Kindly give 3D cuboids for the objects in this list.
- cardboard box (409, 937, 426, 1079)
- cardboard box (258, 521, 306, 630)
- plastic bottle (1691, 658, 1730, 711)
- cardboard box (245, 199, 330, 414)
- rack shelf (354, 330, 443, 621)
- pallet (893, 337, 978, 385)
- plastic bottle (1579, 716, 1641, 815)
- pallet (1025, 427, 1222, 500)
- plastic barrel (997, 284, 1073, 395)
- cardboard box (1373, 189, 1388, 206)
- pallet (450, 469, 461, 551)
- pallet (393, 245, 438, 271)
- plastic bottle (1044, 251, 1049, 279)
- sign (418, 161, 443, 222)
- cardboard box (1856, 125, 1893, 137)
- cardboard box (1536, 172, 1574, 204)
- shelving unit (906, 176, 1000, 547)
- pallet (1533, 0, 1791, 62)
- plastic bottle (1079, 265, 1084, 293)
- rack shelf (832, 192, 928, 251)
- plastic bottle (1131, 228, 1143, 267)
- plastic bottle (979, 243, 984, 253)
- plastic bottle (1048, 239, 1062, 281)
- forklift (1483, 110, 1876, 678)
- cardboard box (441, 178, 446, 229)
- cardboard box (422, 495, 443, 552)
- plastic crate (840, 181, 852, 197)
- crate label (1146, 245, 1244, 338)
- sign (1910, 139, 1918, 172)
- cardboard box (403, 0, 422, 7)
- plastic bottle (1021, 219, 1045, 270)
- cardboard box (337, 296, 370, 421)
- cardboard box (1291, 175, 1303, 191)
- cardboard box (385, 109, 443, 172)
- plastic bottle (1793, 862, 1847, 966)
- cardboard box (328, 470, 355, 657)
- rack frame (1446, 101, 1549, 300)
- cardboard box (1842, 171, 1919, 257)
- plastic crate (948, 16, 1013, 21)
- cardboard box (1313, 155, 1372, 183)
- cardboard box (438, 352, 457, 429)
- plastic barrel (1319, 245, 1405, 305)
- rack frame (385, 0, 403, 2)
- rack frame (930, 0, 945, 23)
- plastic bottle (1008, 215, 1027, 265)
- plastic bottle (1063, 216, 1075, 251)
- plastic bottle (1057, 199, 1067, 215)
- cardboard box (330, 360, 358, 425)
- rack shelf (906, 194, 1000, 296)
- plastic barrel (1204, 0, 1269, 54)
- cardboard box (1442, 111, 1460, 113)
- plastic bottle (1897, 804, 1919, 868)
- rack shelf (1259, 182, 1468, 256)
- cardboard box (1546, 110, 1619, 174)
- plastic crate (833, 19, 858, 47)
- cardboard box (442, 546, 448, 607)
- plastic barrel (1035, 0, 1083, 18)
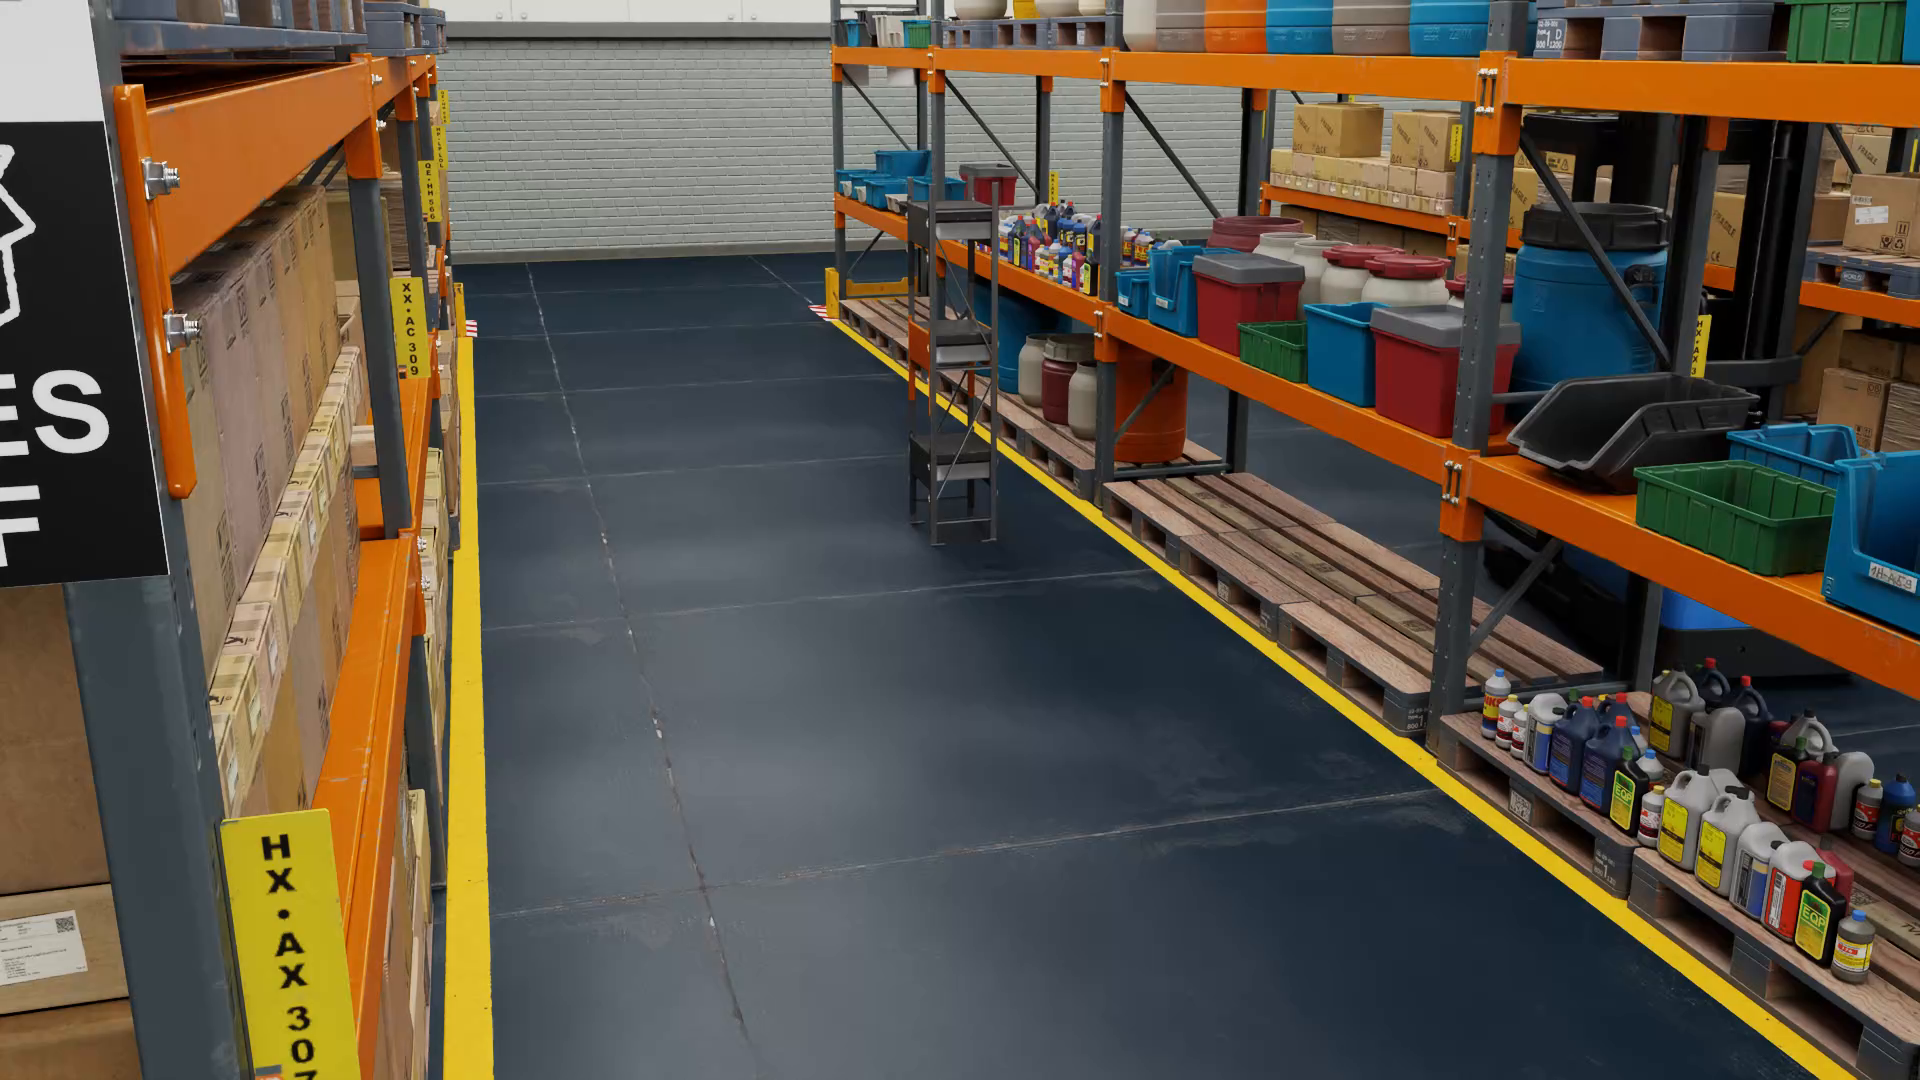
[{"bbox_3d":[-1.690,1.317,4.404,0.500,0.250,0.500,-5,17,-15],"label":"cardboard box"},{"bbox_3d":[-1.465,0.080,3.170,0.380,0.149,0.250,-5,17,-16],"label":"cardboard box"},{"bbox_3d":[2.910,0.637,6.458,0.144,0.351,0.185,-5,17,-17],"label":"plastic bottle"},{"bbox_3d":[-2.039,-0.593,4.285,0.700,0.500,0.500,-5,17,-15],"label":"cardboard box"},{"bbox_3d":[-2.857,-0.395,7.303,1.077,0.370,4.000,-5,17,-15],"label":"rack shelf"},{"bbox_3d":[0.018,-1.654,15.093,1.003,0.211,1.213,-5,17,-15],"label":"pallet"},{"bbox_3d":[2.331,0.790,5.949,0.144,0.351,0.185,-5,18,-18],"label":"plastic bottle"},{"bbox_3d":[1.100,-0.562,11.457,1.003,0.211,1.213,-5,17,-15],"label":"pallet"},{"bbox_3d":[0.585,-1.638,13.109,0.600,0.901,0.708,-5,17,-15],"label":"plastic barrel"},{"bbox_3d":[4.338,-3.404,16.506,0.380,0.149,0.250,-4,17,-14],"label":"cardboard box"},{"bbox_3d":[-3.575,-0.167,10.140,1.003,0.211,1.213,-5,17,-15],"label":"pallet"},{"bbox_3d":[-3.946,-1.738,10.858,1.003,0.211,1.213,-5,17,-15],"label":"pallet"},{"bbox_3d":[0.624,-1.898,11.402,0.097,0.201,0.097,0,17,0],"label":"plastic bottle"},{"bbox_3d":[-2.874,-1.892,9.023,0.100,0.325,0.005,-5,17,-15],"label":"sign"},{"bbox_3d":[9.428,-4.323,16.701,0.500,0.500,0.500,-5,18,-17],"label":"cardboard box"},{"bbox_3d":[5.182,-2.805,13.901,0.500,0.500,0.500,-5,17,-17],"label":"cardboard box"},{"bbox_3d":[-0.045,-1.051,9.802,0.431,2.100,0.503,-5,17,-15],"label":"shelving unit"},{"bbox_3d":[2.748,-1.731,5.615,1.213,0.211,1.003,-5,17,-15],"label":"pallet"},{"bbox_3d":[0.821,-1.699,10.741,0.097,0.201,0.097,0,17,0],"label":"plastic bottle"},{"bbox_3d":[-0.292,-2.998,15.970,1.077,0.370,4.000,-5,17,-15],"label":"rack shelf"},{"bbox_3d":[1.275,-2.096,11.918,0.061,0.283,0.133,-5,17,-15],"label":"plastic bottle"},{"bbox_3d":[0.192,-2.353,12.774,0.061,0.283,0.133,-5,17,-15],"label":"plastic bottle"},{"bbox_3d":[0.651,-1.905,11.302,0.097,0.271,0.097,0,17,0],"label":"plastic bottle"},{"bbox_3d":[3.535,-1.142,8.658,1.130,2.935,3.031,-2,17,-6],"label":"forklift"},{"bbox_3d":[-4.528,-2.751,13.722,0.500,0.500,0.500,-4,17,-14],"label":"cardboard box"},{"bbox_3d":[-2.741,-0.037,7.935,0.500,0.311,0.500,-5,17,-16],"label":"cardboard box"},{"bbox_3d":[-1.082,-3.609,17.106,0.250,0.136,0.298,-5,17,-15],"label":"plastic crate"},{"bbox_3d":[1.370,-1.404,9.350,0.502,0.435,0.616,-5,17,-15],"label":"crate label"},{"bbox_3d":[6.638,-2.637,11.641,0.100,0.325,0.005,-5,17,-15],"label":"sign"},{"bbox_3d":[-4.401,-4.157,12.756,0.500,0.250,0.500,-5,17,-15],"label":"cardboard box"},{"bbox_3d":[0.518,-2.101,11.818,0.144,0.351,0.185,-5,17,-15],"label":"plastic bottle"},{"bbox_3d":[-2.785,-0.732,7.001,0.500,0.500,0.500,-5,17,-15],"label":"cardboard box"},{"bbox_3d":[3.844,-3.901,18.162,0.380,0.149,0.250,-5,17,-17],"label":"cardboard box"},{"bbox_3d":[-4.648,-3.363,14.023,0.500,0.500,0.500,-5,17,-17],"label":"cardboard box"},{"bbox_3d":[2.580,1.116,4.980,0.061,0.283,0.133,-4,17,-14],"label":"plastic bottle"},{"bbox_3d":[-2.028,0.034,4.452,0.700,0.500,0.500,-5,17,-16],"label":"cardboard box"},{"bbox_3d":[5.020,-3.181,15.328,1.000,3.000,0.127,-5,17,-15],"label":"rack frame"},{"bbox_3d":[6.306,-2.177,11.083,0.500,0.500,0.500,-7,18,-22],"label":"cardboard box"},{"bbox_3d":[0.180,-4.529,14.828,0.497,0.269,0.590,-5,17,-15],"label":"plastic crate"},{"bbox_3d":[4.077,-3.922,17.537,0.500,0.250,0.500,-5,18,-17],"label":"cardboard box"},{"bbox_3d":[-3.830,-1.023,11.722,0.500,0.500,0.500,-4,17,-15],"label":"cardboard box"},{"bbox_3d":[2.084,-1.246,8.651,0.433,0.535,0.433,0,17,0],"label":"plastic barrel"},{"bbox_3d":[-3.407,-4.166,8.178,1.000,3.000,0.127,-5,17,-15],"label":"rack frame"},{"bbox_3d":[0.258,-5.663,13.162,1.000,3.000,0.127,-5,17,-15],"label":"rack frame"},{"bbox_3d":[0.430,-2.189,12.112,0.144,0.351,0.185,-5,17,-15],"label":"plastic bottle"},{"bbox_3d":[0.838,-2.352,12.791,0.097,0.271,0.097,0,17,0],"label":"plastic bottle"},{"bbox_3d":[0.825,-2.538,13.271,0.144,0.351,0.185,-5,17,-15],"label":"plastic bottle"},{"bbox_3d":[-1.961,-0.418,4.828,0.380,0.149,0.250,-5,17,-16],"label":"cardboard box"},{"bbox_3d":[-0.045,-1.709,9.605,0.431,0.518,0.480,-5,17,-15],"label":"rack shelf"},{"bbox_3d":[1.554,-2.900,8.432,0.600,0.830,0.708,-5,17,-15],"label":"plastic barrel"},{"bbox_3d":[5.006,-3.900,16.163,0.500,0.500,0.500,-5,17,-15],"label":"cardboard box"},{"bbox_3d":[3.208,0.983,5.564,0.097,0.201,0.097,0,17,0],"label":"plastic bottle"},{"bbox_3d":[4.470,-3.390,17.273,1.077,0.370,4.000,-5,17,-15],"label":"rack shelf"},{"bbox_3d":[5.381,-3.343,13.948,0.797,0.503,0.637,-5,17,-15],"label":"cardboard box"},{"bbox_3d":[-1.004,-5.141,16.867,0.497,0.269,0.590,-5,17,-15],"label":"plastic crate"},{"bbox_3d":[-2.747,0.231,8.018,0.500,0.250,0.500,-4,17,-14],"label":"cardboard box"},{"bbox_3d":[0.725,-3.864,11.423,0.433,0.535,0.433,0,17,0],"label":"plastic barrel"}]
